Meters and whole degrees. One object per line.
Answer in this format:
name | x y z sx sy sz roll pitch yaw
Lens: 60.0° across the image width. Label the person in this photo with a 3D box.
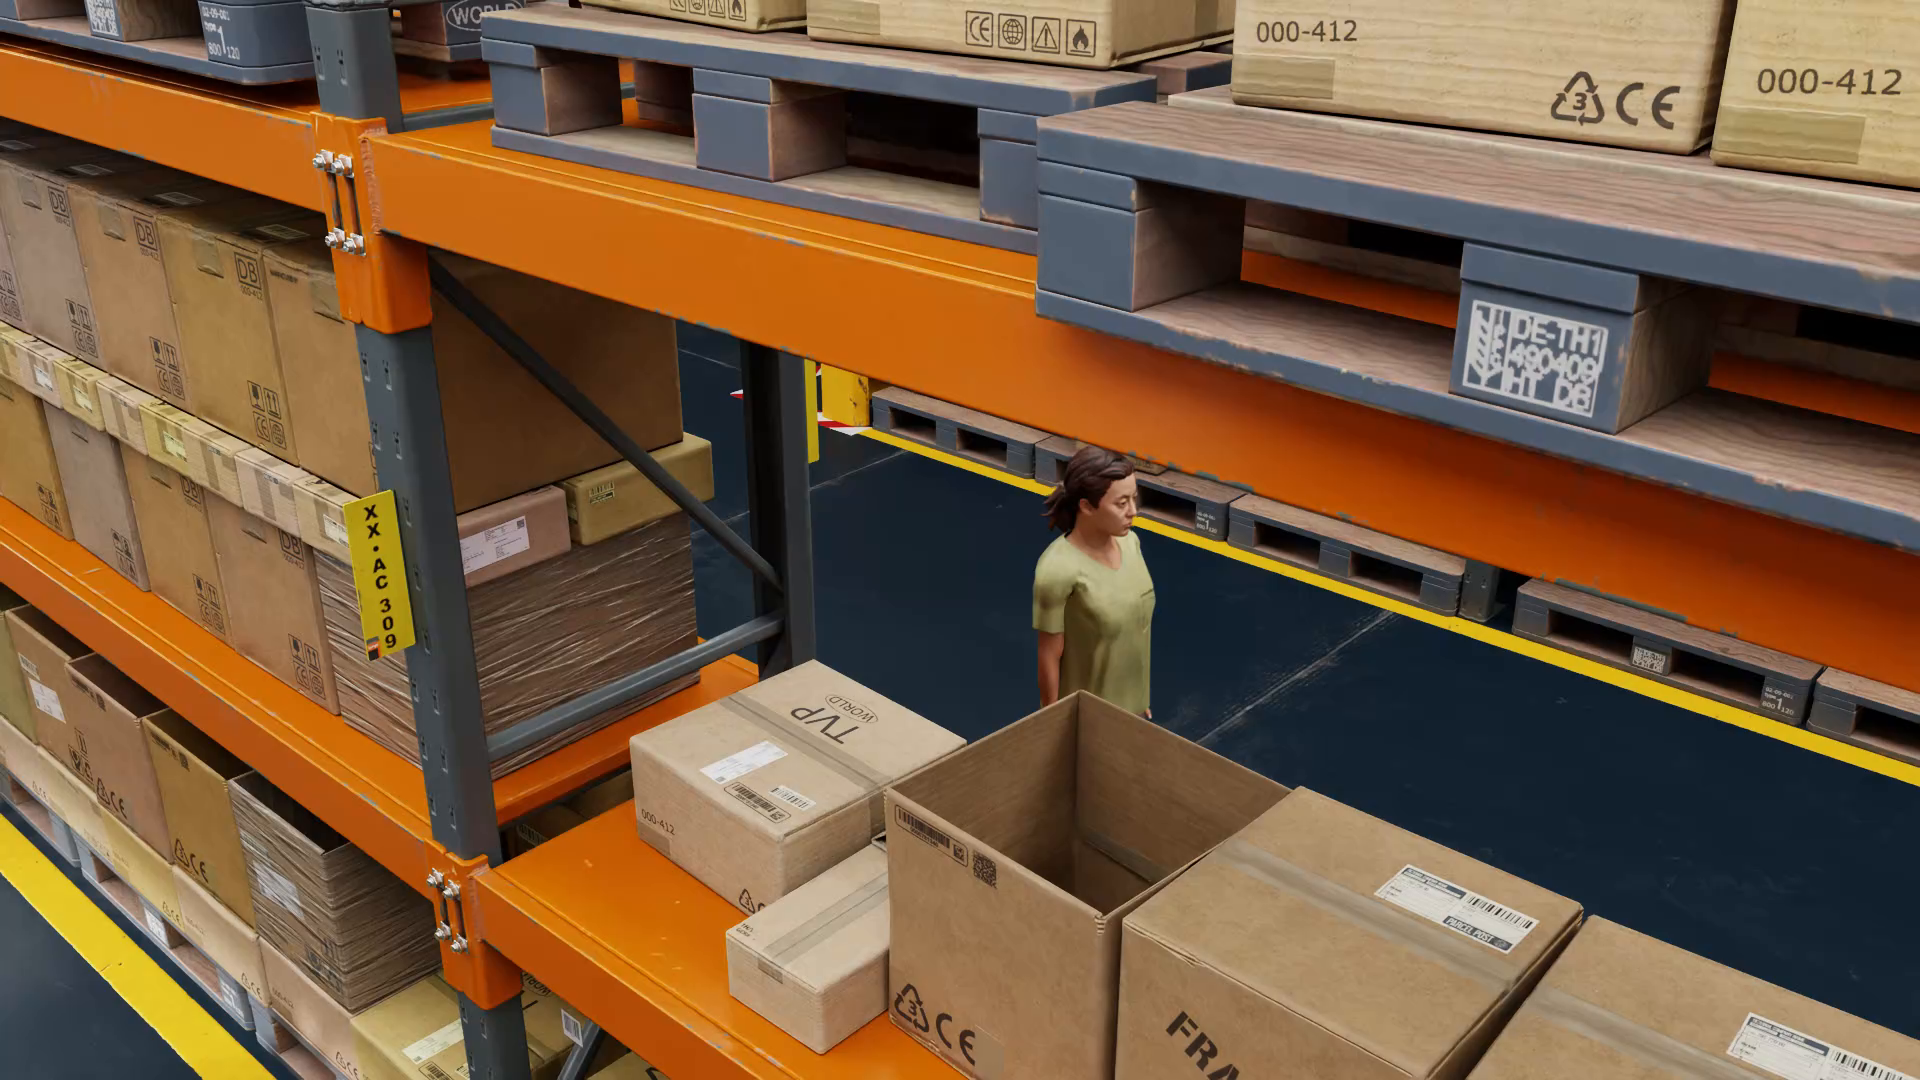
person | 0.397 0.512 4.974 0.361 1.678 0.441 21 31 39
